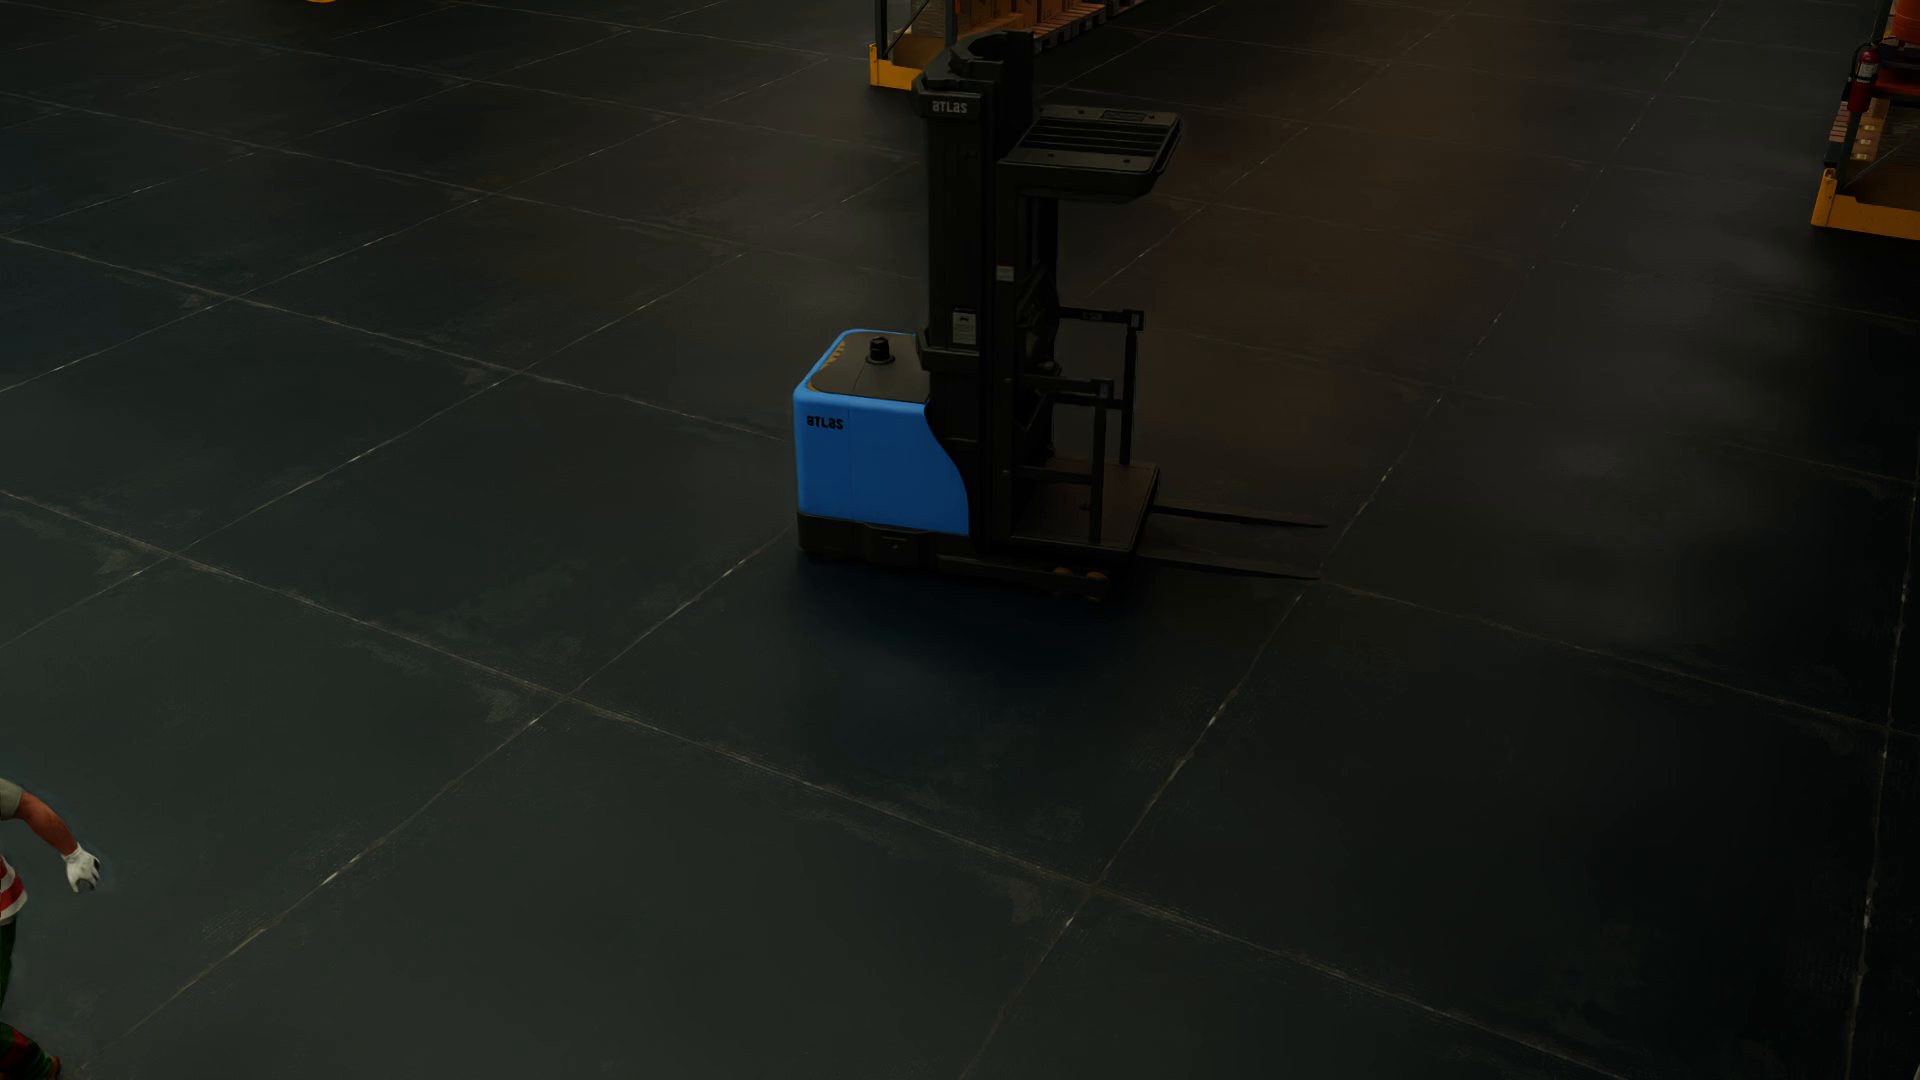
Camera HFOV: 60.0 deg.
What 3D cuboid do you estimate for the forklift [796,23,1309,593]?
[{"bbox_3d":[0.606,-1.393,9.484,3.031,2.935,1.130,-9,31,-15],"label":"forklift"}]
